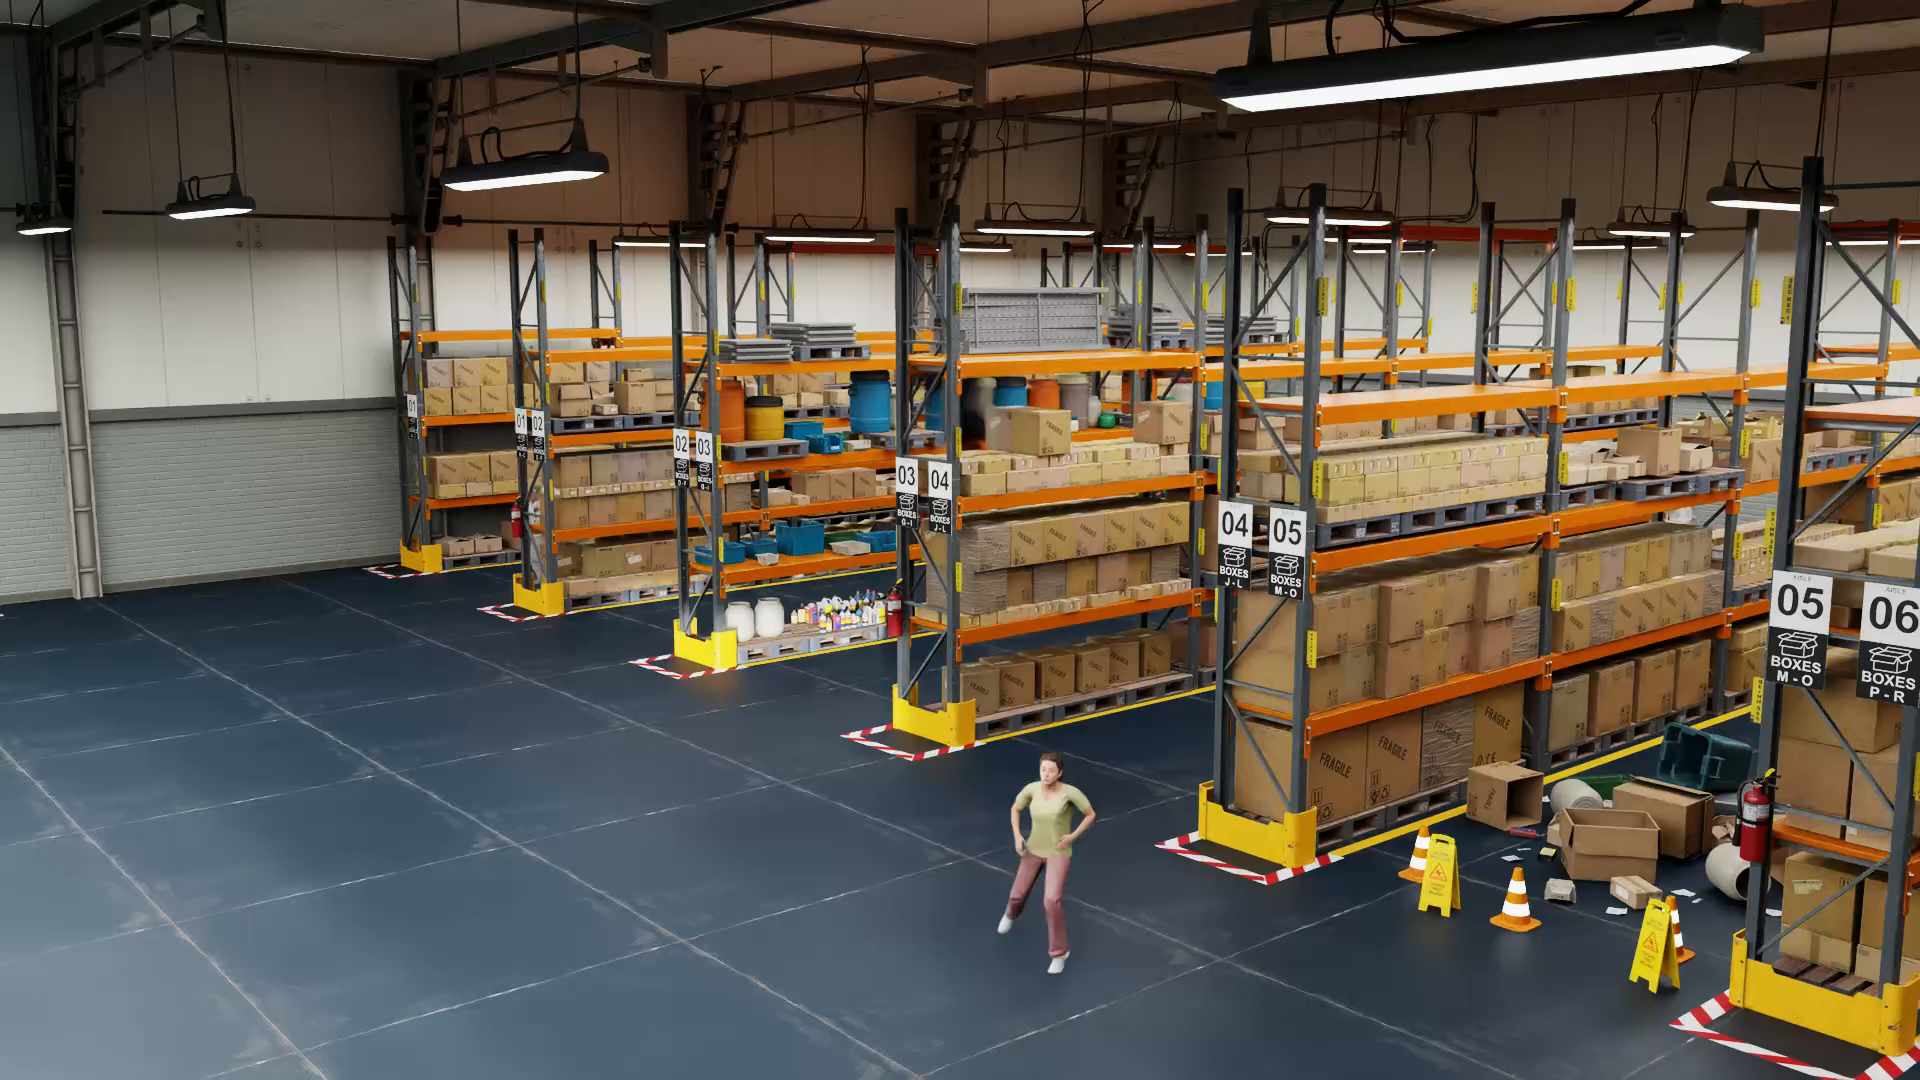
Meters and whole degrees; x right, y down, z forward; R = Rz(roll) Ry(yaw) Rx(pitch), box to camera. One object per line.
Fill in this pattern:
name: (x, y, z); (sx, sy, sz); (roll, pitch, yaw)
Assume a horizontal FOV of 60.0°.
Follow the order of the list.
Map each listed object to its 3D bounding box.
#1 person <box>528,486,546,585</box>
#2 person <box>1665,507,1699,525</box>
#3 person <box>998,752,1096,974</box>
person: (-7.325, -0.103, 28.819); (0.650, 1.724, 0.620); (7, 11, 38)
person: (12.769, -0.229, 29.525); (0.712, 1.735, 0.767); (-7, 11, -38)
person: (0.638, 2.426, 12.826); (0.805, 1.665, 0.718); (3, 9, 17)
